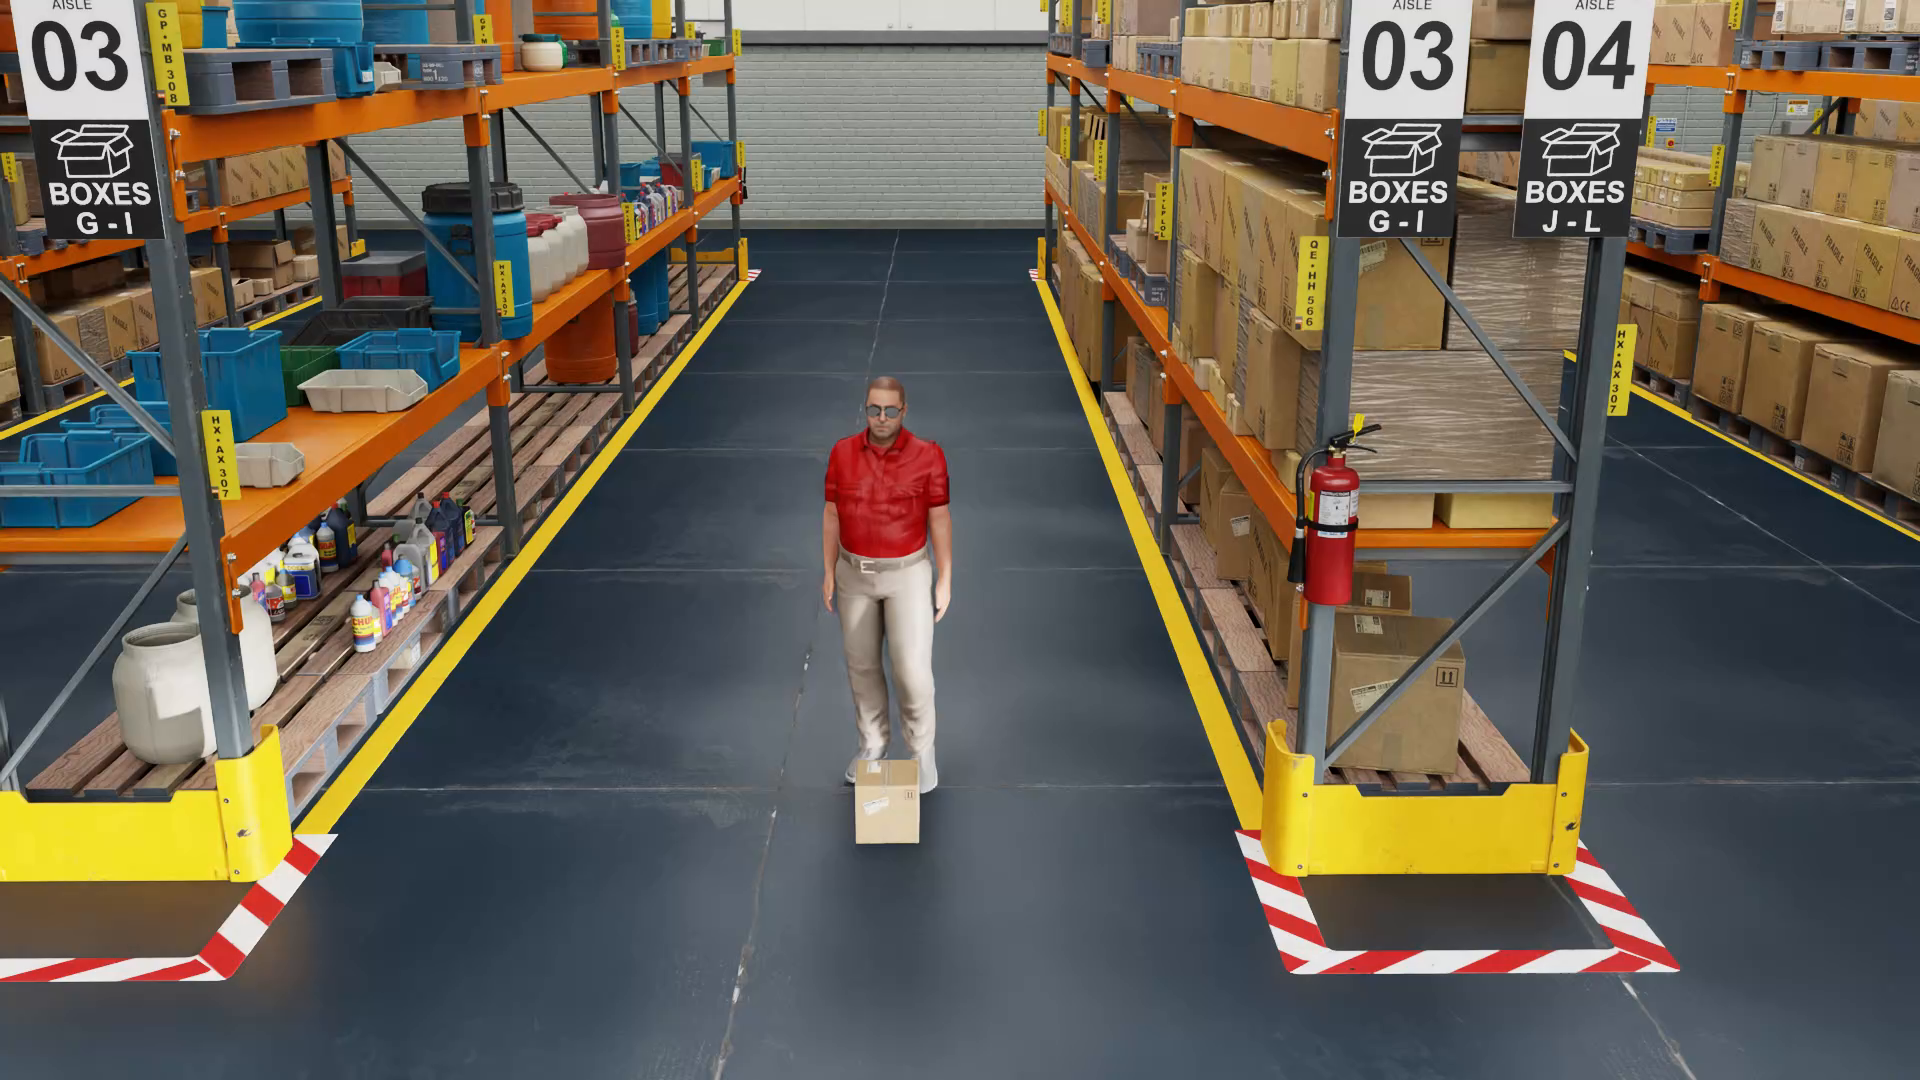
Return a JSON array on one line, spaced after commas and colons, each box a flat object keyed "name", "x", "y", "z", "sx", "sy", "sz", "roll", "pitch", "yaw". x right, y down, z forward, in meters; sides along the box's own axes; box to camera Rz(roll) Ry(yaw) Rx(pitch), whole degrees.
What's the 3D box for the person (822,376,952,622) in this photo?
[{"name": "person", "x": -0.320, "y": -0.161, "z": 6.875, "sx": 0.567, "sy": 1.031, "sz": 0.339, "roll": 4, "pitch": 17, "yaw": 12}]
